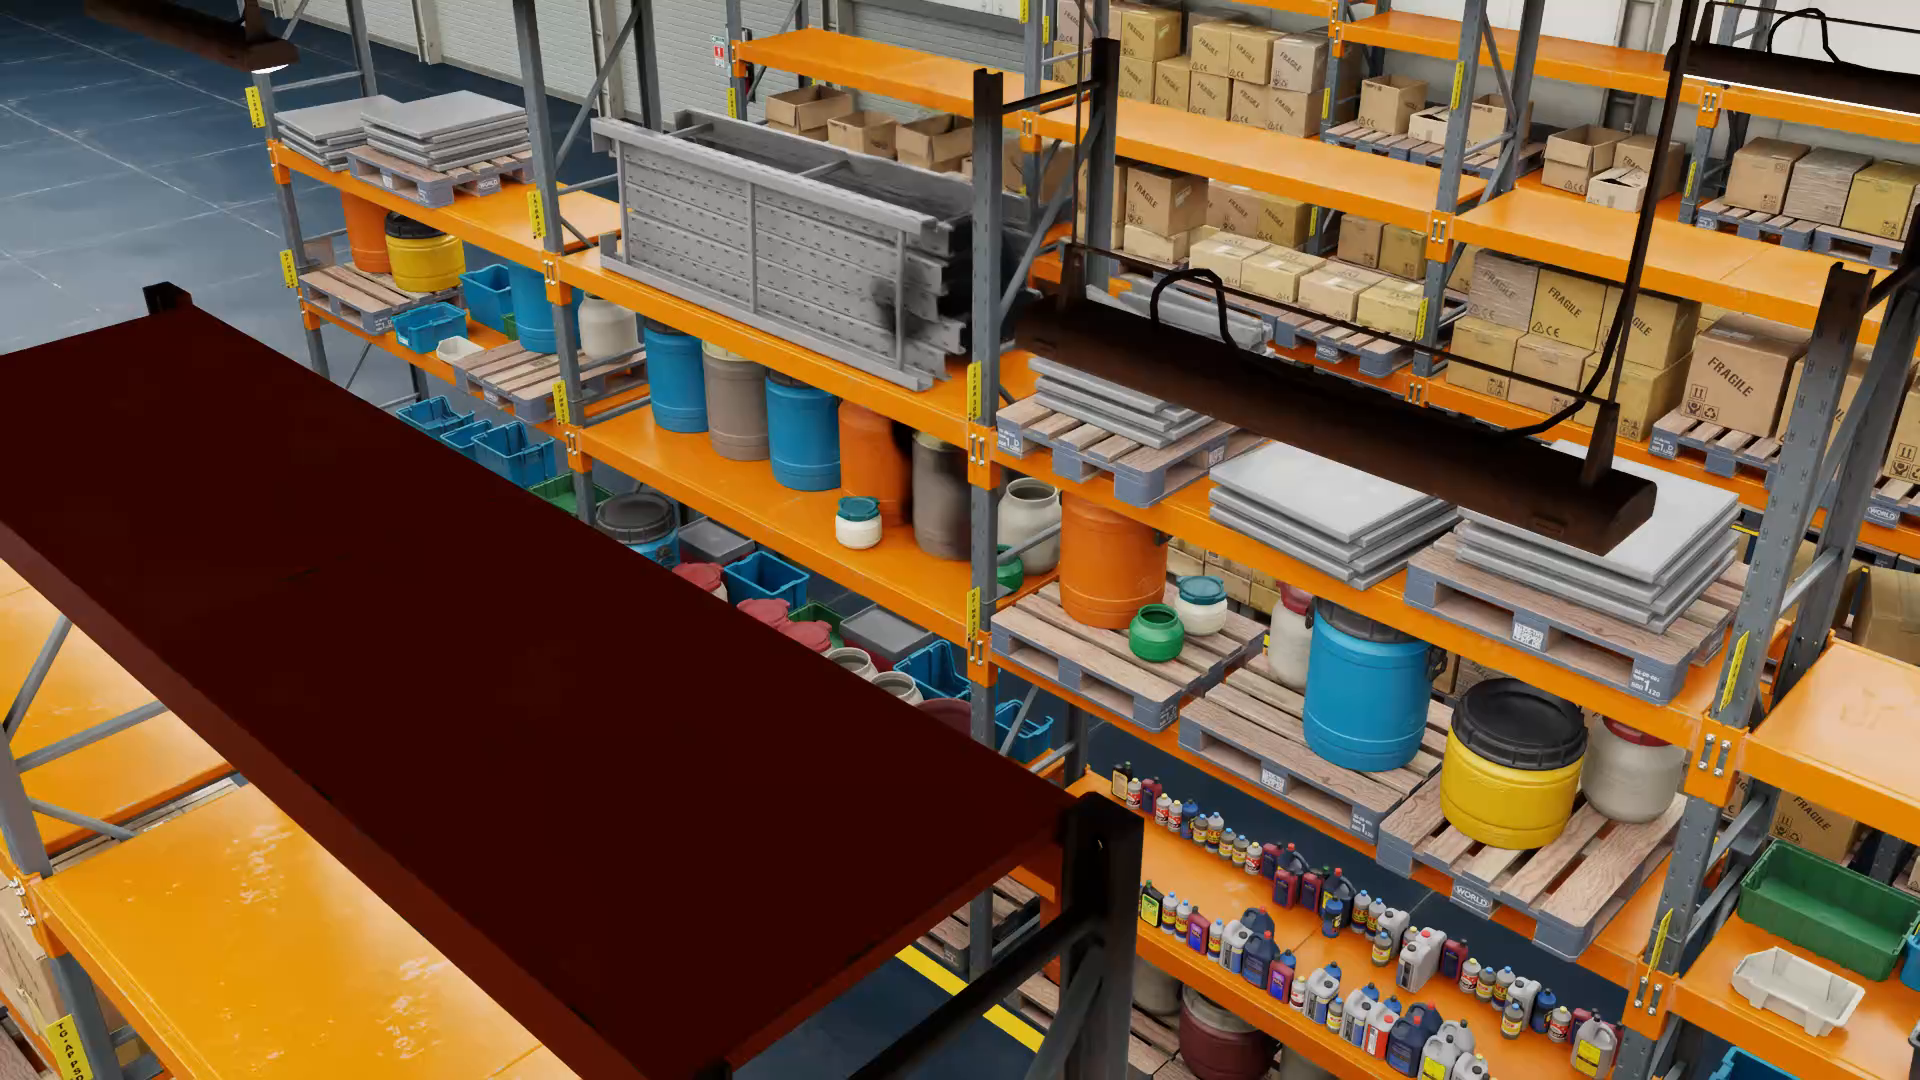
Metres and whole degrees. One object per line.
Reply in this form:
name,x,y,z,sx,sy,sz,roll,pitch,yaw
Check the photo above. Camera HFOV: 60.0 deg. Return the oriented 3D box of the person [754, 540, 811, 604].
person,-1.689,-0.192,14.759,0.789,1.841,0.685,22,36,34
